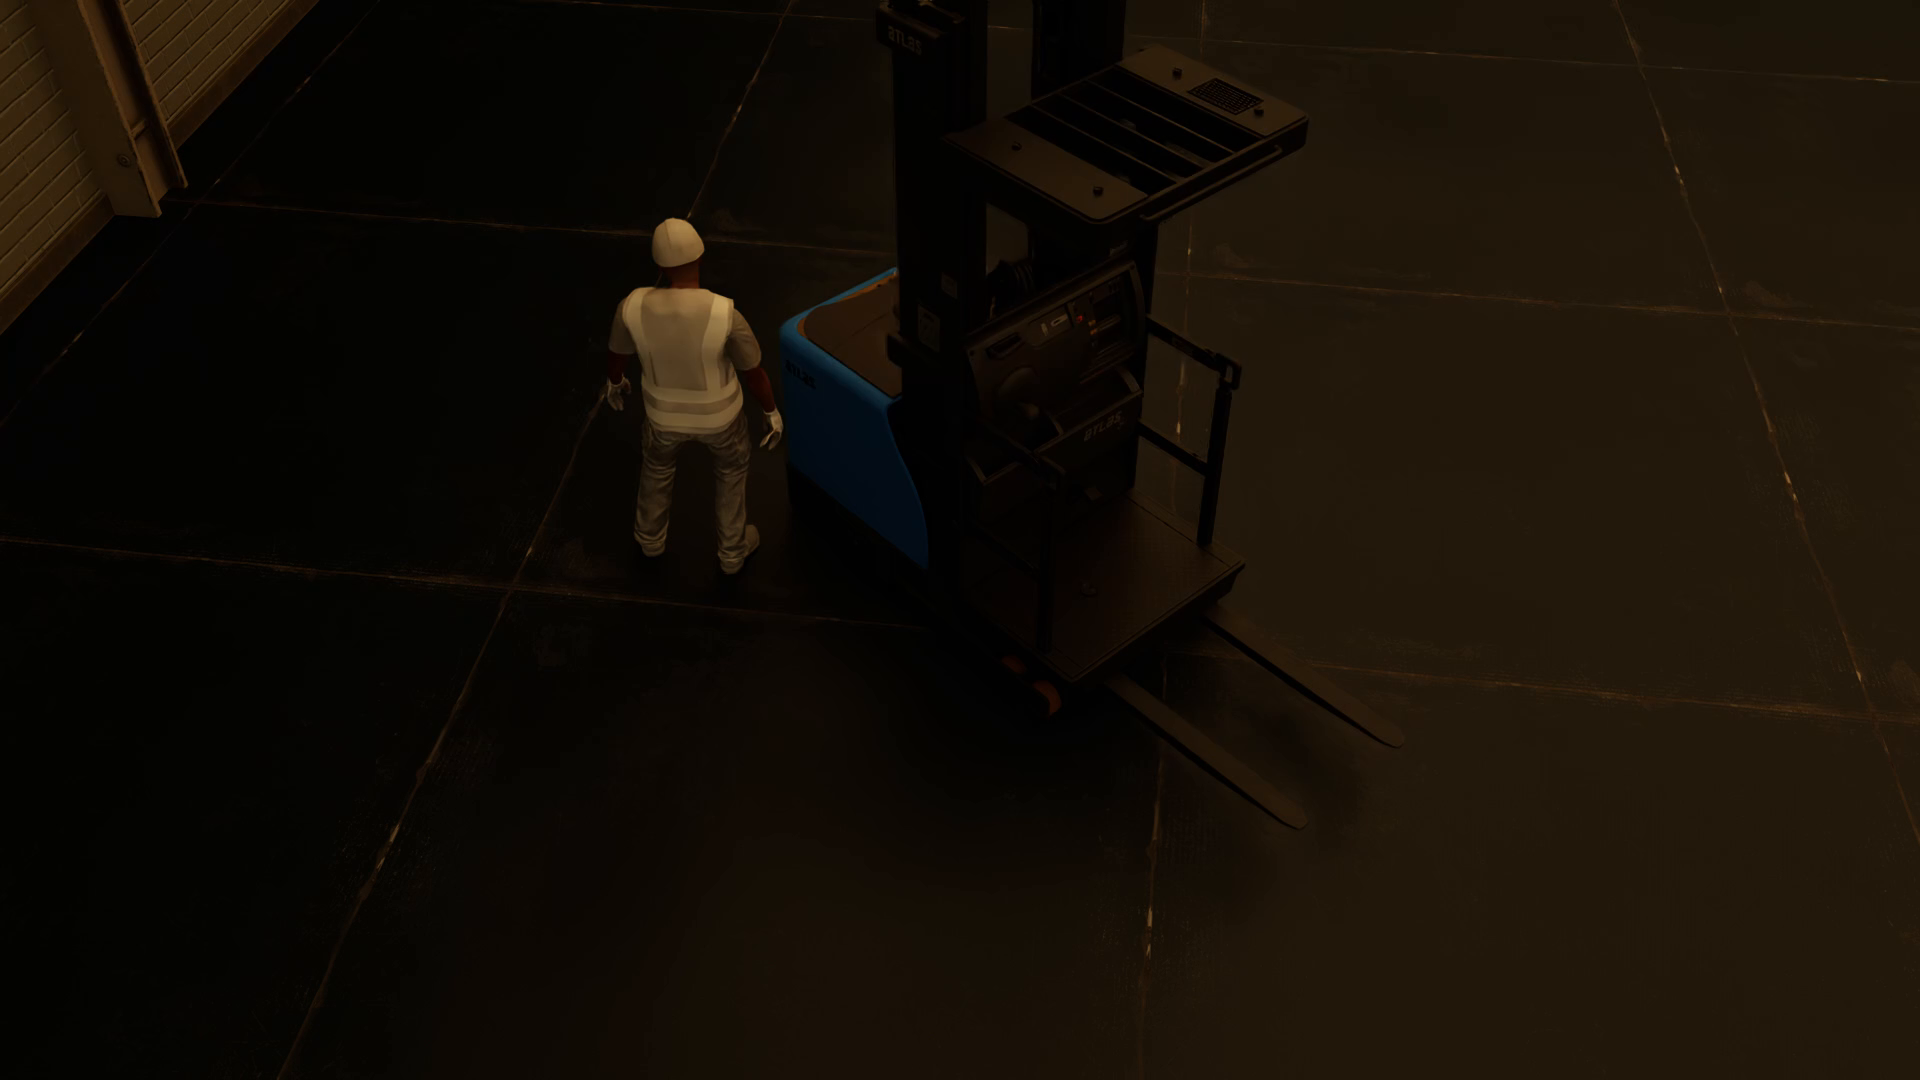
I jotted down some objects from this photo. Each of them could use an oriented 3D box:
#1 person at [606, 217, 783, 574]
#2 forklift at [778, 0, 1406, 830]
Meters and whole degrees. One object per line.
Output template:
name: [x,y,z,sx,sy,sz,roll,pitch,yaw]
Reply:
person: [-1.163,-0.608,7.254,0.795,1.759,0.417,4,43,4]
forklift: [0.534,-0.719,6.506,1.130,2.935,3.031,-31,51,-30]
